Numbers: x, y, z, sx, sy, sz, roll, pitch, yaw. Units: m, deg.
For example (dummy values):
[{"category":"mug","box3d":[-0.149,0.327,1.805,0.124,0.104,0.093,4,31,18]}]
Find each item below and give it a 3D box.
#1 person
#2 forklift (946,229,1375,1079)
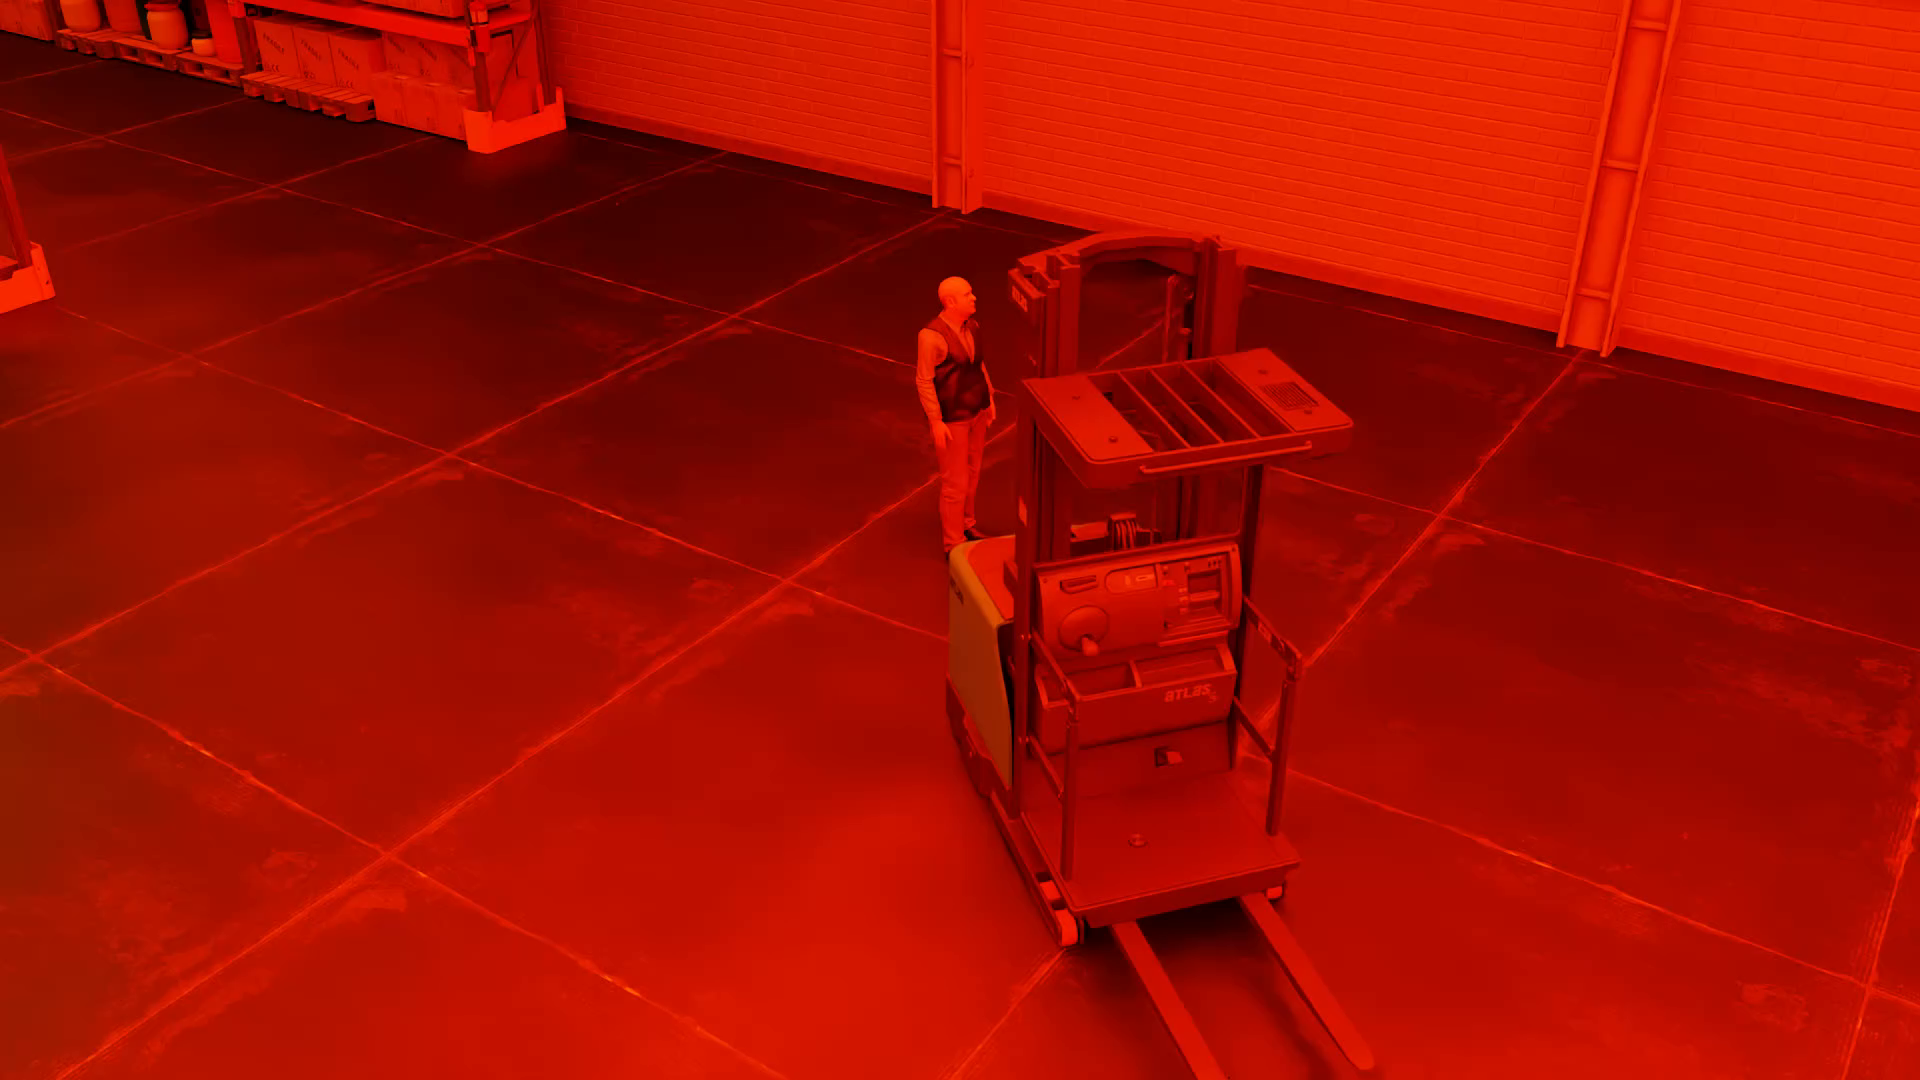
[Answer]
[{"category":"person","box3d":[0.047,-0.730,10.028,0.568,1.720,0.632,19,35,29]},{"category":"forklift","box3d":[0.854,0.312,7.043,1.130,2.935,3.031,-9,31,-15]}]
